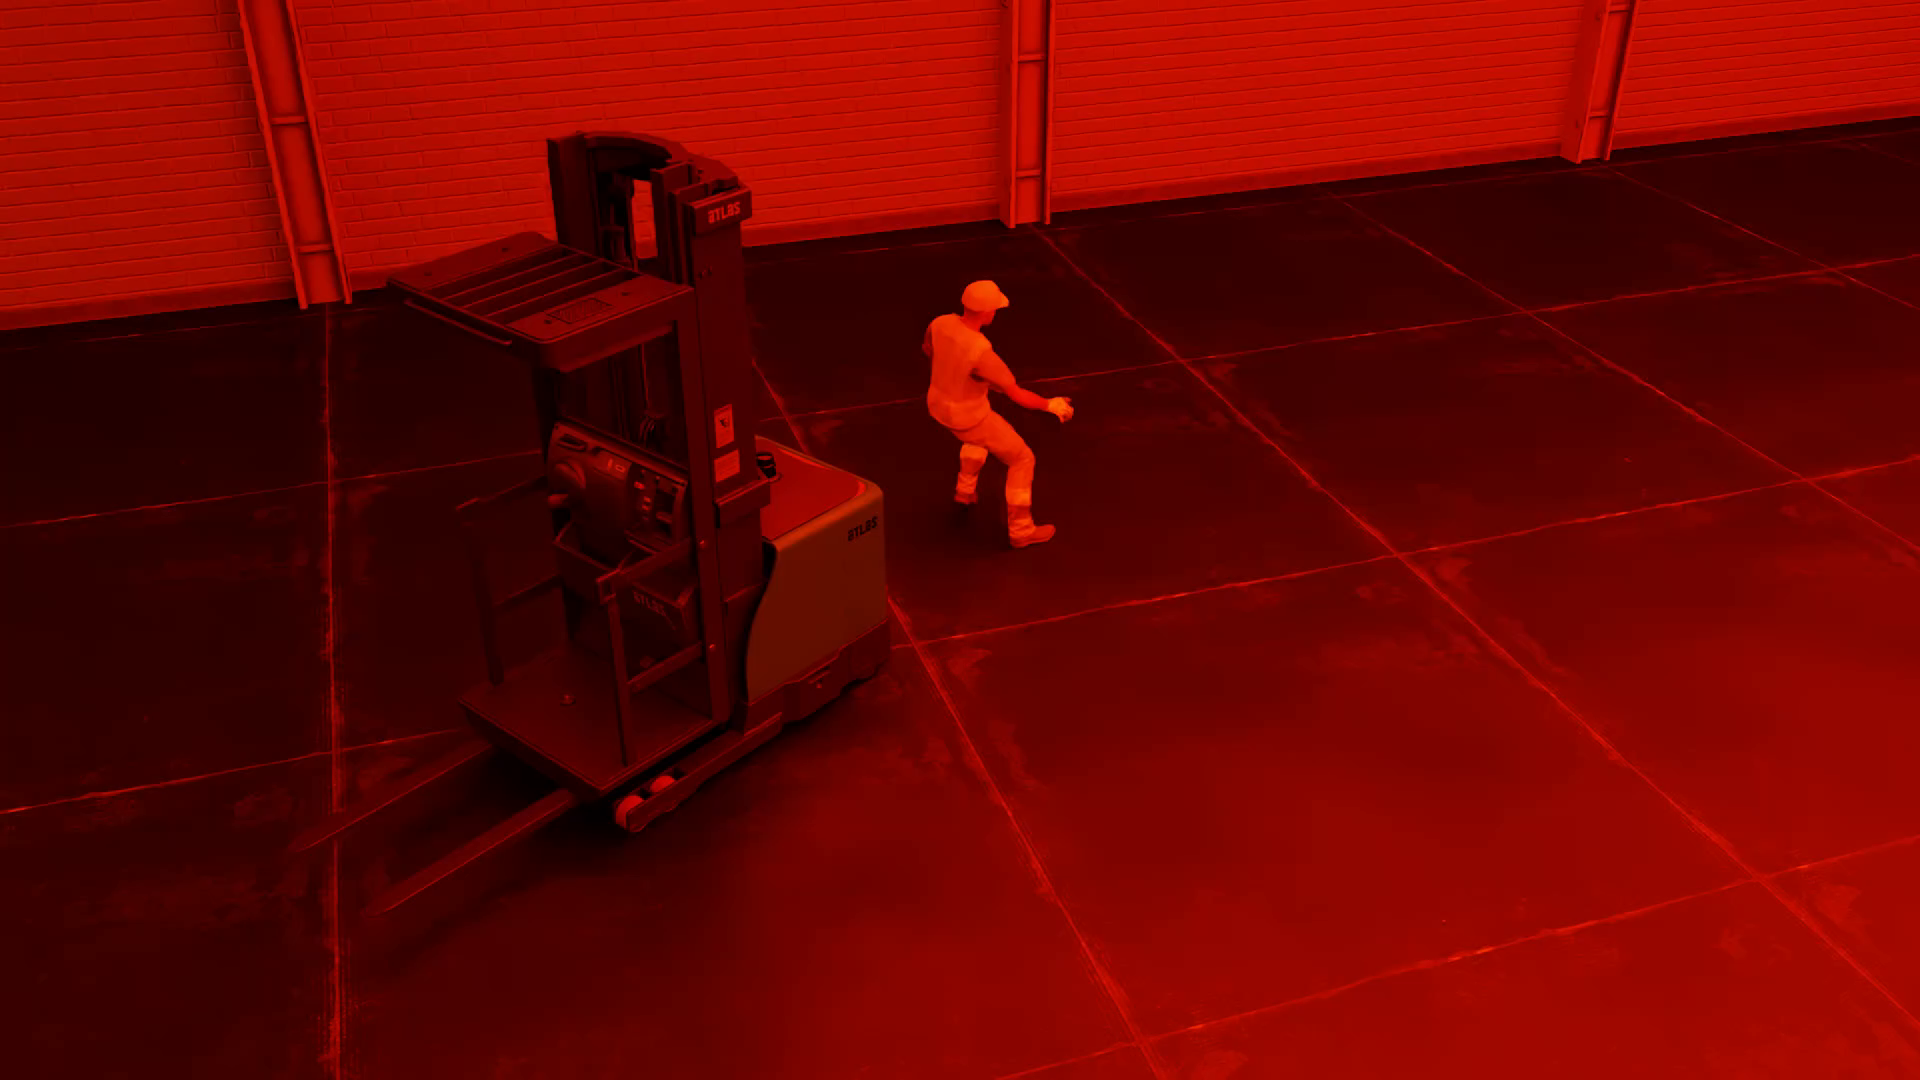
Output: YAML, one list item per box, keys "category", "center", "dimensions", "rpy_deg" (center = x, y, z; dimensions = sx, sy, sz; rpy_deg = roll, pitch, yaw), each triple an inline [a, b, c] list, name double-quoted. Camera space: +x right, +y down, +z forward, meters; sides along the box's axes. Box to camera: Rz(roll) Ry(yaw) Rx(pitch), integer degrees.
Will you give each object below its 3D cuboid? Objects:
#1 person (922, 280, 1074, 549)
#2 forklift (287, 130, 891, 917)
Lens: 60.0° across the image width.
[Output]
- category: "person"
  center: [0.157, -0.810, 9.815]
  dimensions: [0.632, 1.624, 0.907]
  rpy_deg: [-21, 36, -32]
- category: "forklift"
  center: [-1.704, -0.205, 7.444]
  dimensions: [1.130, 2.935, 3.031]
  rpy_deg: [23, 37, 34]
